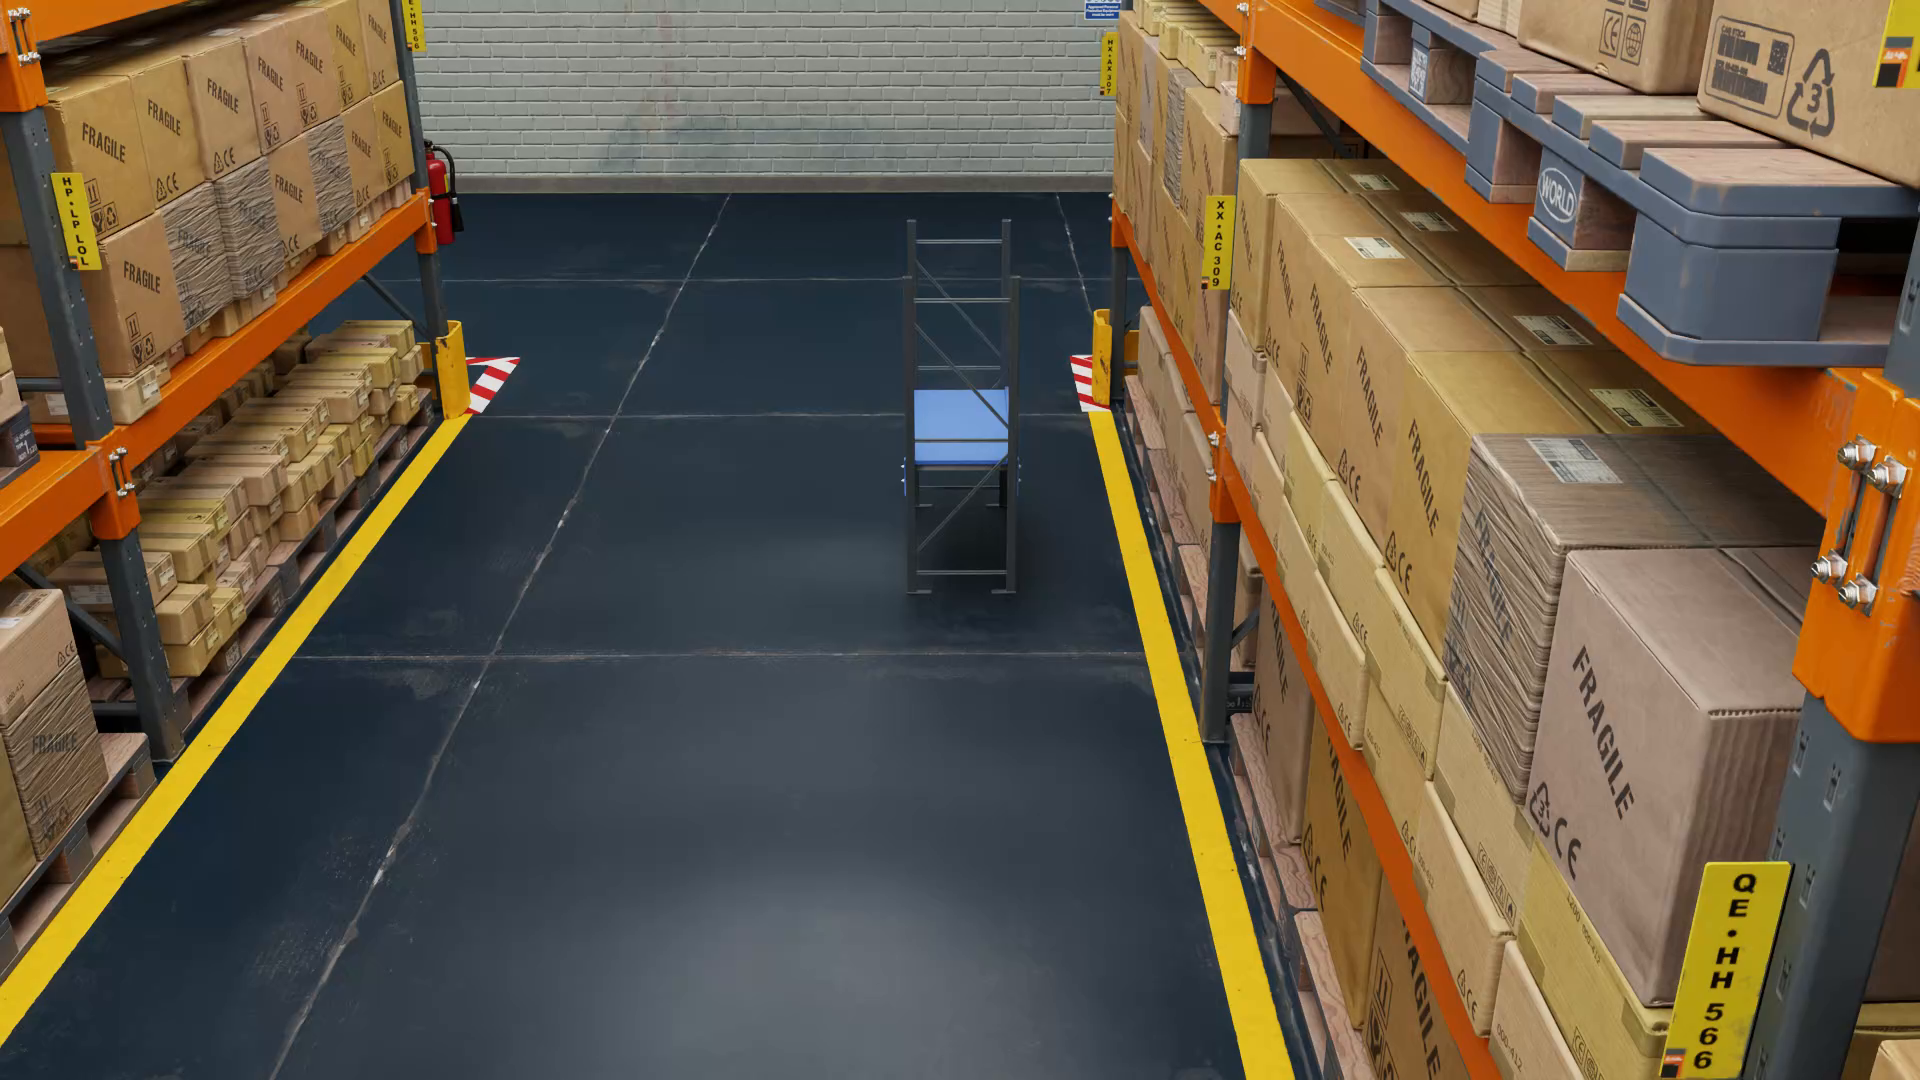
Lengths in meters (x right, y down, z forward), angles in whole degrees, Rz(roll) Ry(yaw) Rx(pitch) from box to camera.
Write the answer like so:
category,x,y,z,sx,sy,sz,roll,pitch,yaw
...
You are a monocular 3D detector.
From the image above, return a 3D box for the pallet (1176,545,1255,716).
category,x,y,z,sx,sy,sz,roll,pitch,yaw
pallet,1.514,0.363,7.192,1.003,0.211,1.213,0,24,-1

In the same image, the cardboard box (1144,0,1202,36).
category,x,y,z,sx,sy,sz,roll,pitch,yaw
cardboard box,1.110,-2.568,8.166,0.380,0.149,0.250,-1,24,-2

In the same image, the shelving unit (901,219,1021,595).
category,x,y,z,sx,sy,sz,roll,pitch,yaw
shelving unit,0.001,-0.648,7.863,0.538,1.500,1.048,0,24,-1

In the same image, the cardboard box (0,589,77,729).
category,x,y,z,sx,sy,sz,roll,pitch,yaw
cardboard box,-3.244,0.381,5.381,0.500,0.250,0.500,-1,24,-2

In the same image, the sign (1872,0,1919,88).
category,x,y,z,sx,sy,sz,roll,pitch,yaw
sign,0.932,-0.585,1.541,0.100,0.325,0.005,0,24,-1

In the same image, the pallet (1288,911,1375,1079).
category,x,y,z,sx,sy,sz,roll,pitch,yaw
pallet,1.544,1.498,4.682,1.003,0.211,1.213,0,24,-1

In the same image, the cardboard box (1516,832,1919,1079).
category,x,y,z,sx,sy,sz,roll,pitch,yaw
cardboard box,1.228,0.696,2.646,0.500,0.250,0.500,0,24,-1

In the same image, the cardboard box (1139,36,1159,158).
category,x,y,z,sx,sy,sz,roll,pitch,yaw
cardboard box,1.147,-2.120,7.962,0.500,0.500,0.500,0,24,-1

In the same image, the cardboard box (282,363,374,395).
category,x,y,z,sx,sy,sz,roll,pitch,yaw
cardboard box,-3.275,-0.808,8.625,0.380,0.149,0.250,-1,24,-3

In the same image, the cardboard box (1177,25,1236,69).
category,x,y,z,sx,sy,sz,roll,pitch,yaw
cardboard box,1.154,-2.145,7.230,0.380,0.149,0.250,0,24,-1

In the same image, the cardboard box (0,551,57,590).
category,x,y,z,sx,sy,sz,roll,pitch,yaw
cardboard box,-3.769,0.161,6.483,0.380,0.149,0.250,0,24,1

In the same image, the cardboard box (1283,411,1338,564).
category,x,y,z,sx,sy,sz,roll,pitch,yaw
cardboard box,1.179,-0.148,4.514,0.500,0.250,0.500,0,24,0

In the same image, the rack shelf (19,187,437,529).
category,x,y,z,sx,sy,sz,roll,pitch,yaw
rack shelf,-3.527,-1.027,7.753,1.077,0.370,4.000,0,24,-1

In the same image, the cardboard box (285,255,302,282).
category,x,y,z,sx,sy,sz,roll,pitch,yaw
cardboard box,-3.317,-1.291,7.769,0.380,0.149,0.250,0,24,0

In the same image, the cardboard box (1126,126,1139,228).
category,x,y,z,sx,sy,sz,roll,pitch,yaw
cardboard box,1.152,-1.881,8.647,0.500,0.500,0.500,-1,24,-1

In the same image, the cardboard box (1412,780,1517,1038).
category,x,y,z,sx,sy,sz,roll,pitch,yaw
cardboard box,1.201,0.705,3.234,0.500,0.250,0.500,0,24,0

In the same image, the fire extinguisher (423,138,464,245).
category,x,y,z,sx,sy,sz,roll,pitch,yaw
fire extinguisher,-3.090,-2.079,9.754,0.296,0.674,0.183,0,24,-1

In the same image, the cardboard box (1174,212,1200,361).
category,x,y,z,sx,sy,sz,roll,pitch,yaw
cardboard box,1.172,-1.042,6.792,0.500,0.500,0.500,-1,24,-2

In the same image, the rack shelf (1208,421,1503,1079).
category,x,y,z,sx,sy,sz,roll,pitch,yaw
rack shelf,1.466,0.558,4.250,1.077,0.370,4.000,0,24,-1

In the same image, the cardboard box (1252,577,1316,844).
category,x,y,z,sx,sy,sz,roll,pitch,yaw
cardboard box,1.530,0.438,5.711,0.875,0.875,0.875,0,24,1

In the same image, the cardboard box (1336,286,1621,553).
category,x,y,z,sx,sy,sz,roll,pitch,yaw
cardboard box,1.209,-0.284,3.903,0.500,0.500,0.500,-1,24,-1

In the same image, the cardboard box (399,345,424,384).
category,x,y,z,sx,sy,sz,roll,pitch,yaw
cardboard box,-3.257,-0.990,9.389,0.380,0.149,0.250,-1,24,-2

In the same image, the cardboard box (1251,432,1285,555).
category,x,y,z,sx,sy,sz,roll,pitch,yaw
cardboard box,1.192,-0.130,5.080,0.500,0.250,0.500,-1,24,-2

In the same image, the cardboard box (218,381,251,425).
category,x,y,z,sx,sy,sz,roll,pitch,yaw
cardboard box,-3.806,-0.691,8.366,0.380,0.149,0.250,1,24,2

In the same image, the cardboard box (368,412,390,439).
category,x,y,z,sx,sy,sz,roll,pitch,yaw
cardboard box,-3.313,-0.640,8.976,0.380,0.149,0.250,0,24,-1

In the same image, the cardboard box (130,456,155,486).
category,x,y,z,sx,sy,sz,roll,pitch,yaw
cardboard box,-3.842,-0.265,7.425,0.380,0.149,0.250,-1,24,-3

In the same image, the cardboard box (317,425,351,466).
category,x,y,z,sx,sy,sz,roll,pitch,yaw
cardboard box,-3.247,-0.457,8.210,0.380,0.149,0.250,1,24,2

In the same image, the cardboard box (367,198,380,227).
category,x,y,z,sx,sy,sz,roll,pitch,yaw
cardboard box,-3.279,-1.725,8.729,0.380,0.149,0.250,0,24,-1

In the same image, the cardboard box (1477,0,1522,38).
category,x,y,z,sx,sy,sz,roll,pitch,yaw
cardboard box,1.122,-1.009,2.854,0.396,0.266,0.258,-1,24,-2

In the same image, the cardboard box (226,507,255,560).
category,x,y,z,sx,sy,sz,roll,pitch,yaw
cardboard box,-3.320,-0.025,7.253,0.380,0.149,0.250,-1,24,-3

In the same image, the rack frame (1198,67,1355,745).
category,x,y,z,sx,sy,sz,roll,pitch,yaw
rack frame,1.444,-0.594,5.924,1.000,3.000,0.127,0,24,-1

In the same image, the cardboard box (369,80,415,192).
category,x,y,z,sx,sy,sz,roll,pitch,yaw
cardboard box,-3.286,-2.176,8.938,0.500,0.500,0.500,0,24,1

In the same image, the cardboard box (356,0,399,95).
category,x,y,z,sx,sy,sz,roll,pitch,yaw
cardboard box,-3.295,-2.628,8.725,0.500,0.500,0.500,-1,24,-2

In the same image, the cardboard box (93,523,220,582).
category,x,y,z,sx,sy,sz,roll,pitch,yaw
cardboard box,-3.245,0.049,6.729,0.380,0.149,0.250,1,24,2

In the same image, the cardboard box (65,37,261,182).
category,x,y,z,sx,sy,sz,roll,pitch,yaw
cardboard box,-3.262,-1.775,6.840,0.500,0.500,0.500,0,24,0

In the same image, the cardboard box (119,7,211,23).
category,x,y,z,sx,sy,sz,roll,pitch,yaw
cardboard box,-3.814,-2.207,7.794,0.500,0.500,0.500,-1,24,-2

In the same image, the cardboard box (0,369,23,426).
category,x,y,z,sx,sy,sz,roll,pitch,yaw
cardboard box,-3.303,-0.445,5.388,0.380,0.149,0.250,-1,24,-2

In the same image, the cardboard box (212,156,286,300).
category,x,y,z,sx,sy,sz,roll,pitch,yaw
cardboard box,-3.240,-1.328,7.065,0.500,0.500,0.500,-1,24,-2

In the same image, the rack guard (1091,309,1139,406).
category,x,y,z,sx,sy,sz,roll,pitch,yaw
rack guard,1.400,-1.114,10.105,1.175,0.500,0.348,0,24,-1

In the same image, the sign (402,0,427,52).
category,x,y,z,sx,sy,sz,roll,pitch,yaw
sign,-2.993,-2.845,9.111,0.100,0.325,0.005,0,24,-1

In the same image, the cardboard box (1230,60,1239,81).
category,x,y,z,sx,sy,sz,roll,pitch,yaw
cardboard box,1.235,-1.728,6.310,0.380,0.149,0.250,0,24,0

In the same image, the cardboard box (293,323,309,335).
category,x,y,z,sx,sy,sz,roll,pitch,yaw
cardboard box,-3.883,-1.125,9.325,0.380,0.149,0.250,-1,24,-3

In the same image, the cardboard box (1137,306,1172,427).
category,x,y,z,sx,sy,sz,roll,pitch,yaw
cardboard box,1.507,-0.995,9.410,0.875,0.438,0.875,-1,24,-2

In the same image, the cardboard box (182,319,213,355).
category,x,y,z,sx,sy,sz,roll,pitch,yaw
cardboard box,-3.310,-0.862,6.821,0.380,0.149,0.250,-1,24,-3

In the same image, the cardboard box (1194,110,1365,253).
category,x,y,z,sx,sy,sz,roll,pitch,yaw
cardboard box,1.162,-1.289,6.125,0.500,0.500,0.500,0,24,-1

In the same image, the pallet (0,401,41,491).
category,x,y,z,sx,sy,sz,roll,pitch,yaw
pallet,-3.642,-0.127,5.125,1.003,0.211,1.213,0,24,-1

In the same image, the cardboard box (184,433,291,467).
category,x,y,z,sx,sy,sz,roll,pitch,yaw
cardboard box,-3.330,-0.379,7.676,0.380,0.149,0.250,-1,24,-3

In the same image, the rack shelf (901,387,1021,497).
category,x,y,z,sx,sy,sz,roll,pitch,yaw
rack shelf,0.001,-0.484,7.937,0.538,0.185,1.000,0,24,-1

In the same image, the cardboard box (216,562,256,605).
category,x,y,z,sx,sy,sz,roll,pitch,yaw
cardboard box,-3.245,0.214,7.087,0.380,0.149,0.250,0,24,-1

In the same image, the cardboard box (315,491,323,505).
category,x,y,z,sx,sy,sz,roll,pitch,yaw
cardboard box,-3.322,-0.217,8.039,0.380,0.149,0.250,0,24,1
